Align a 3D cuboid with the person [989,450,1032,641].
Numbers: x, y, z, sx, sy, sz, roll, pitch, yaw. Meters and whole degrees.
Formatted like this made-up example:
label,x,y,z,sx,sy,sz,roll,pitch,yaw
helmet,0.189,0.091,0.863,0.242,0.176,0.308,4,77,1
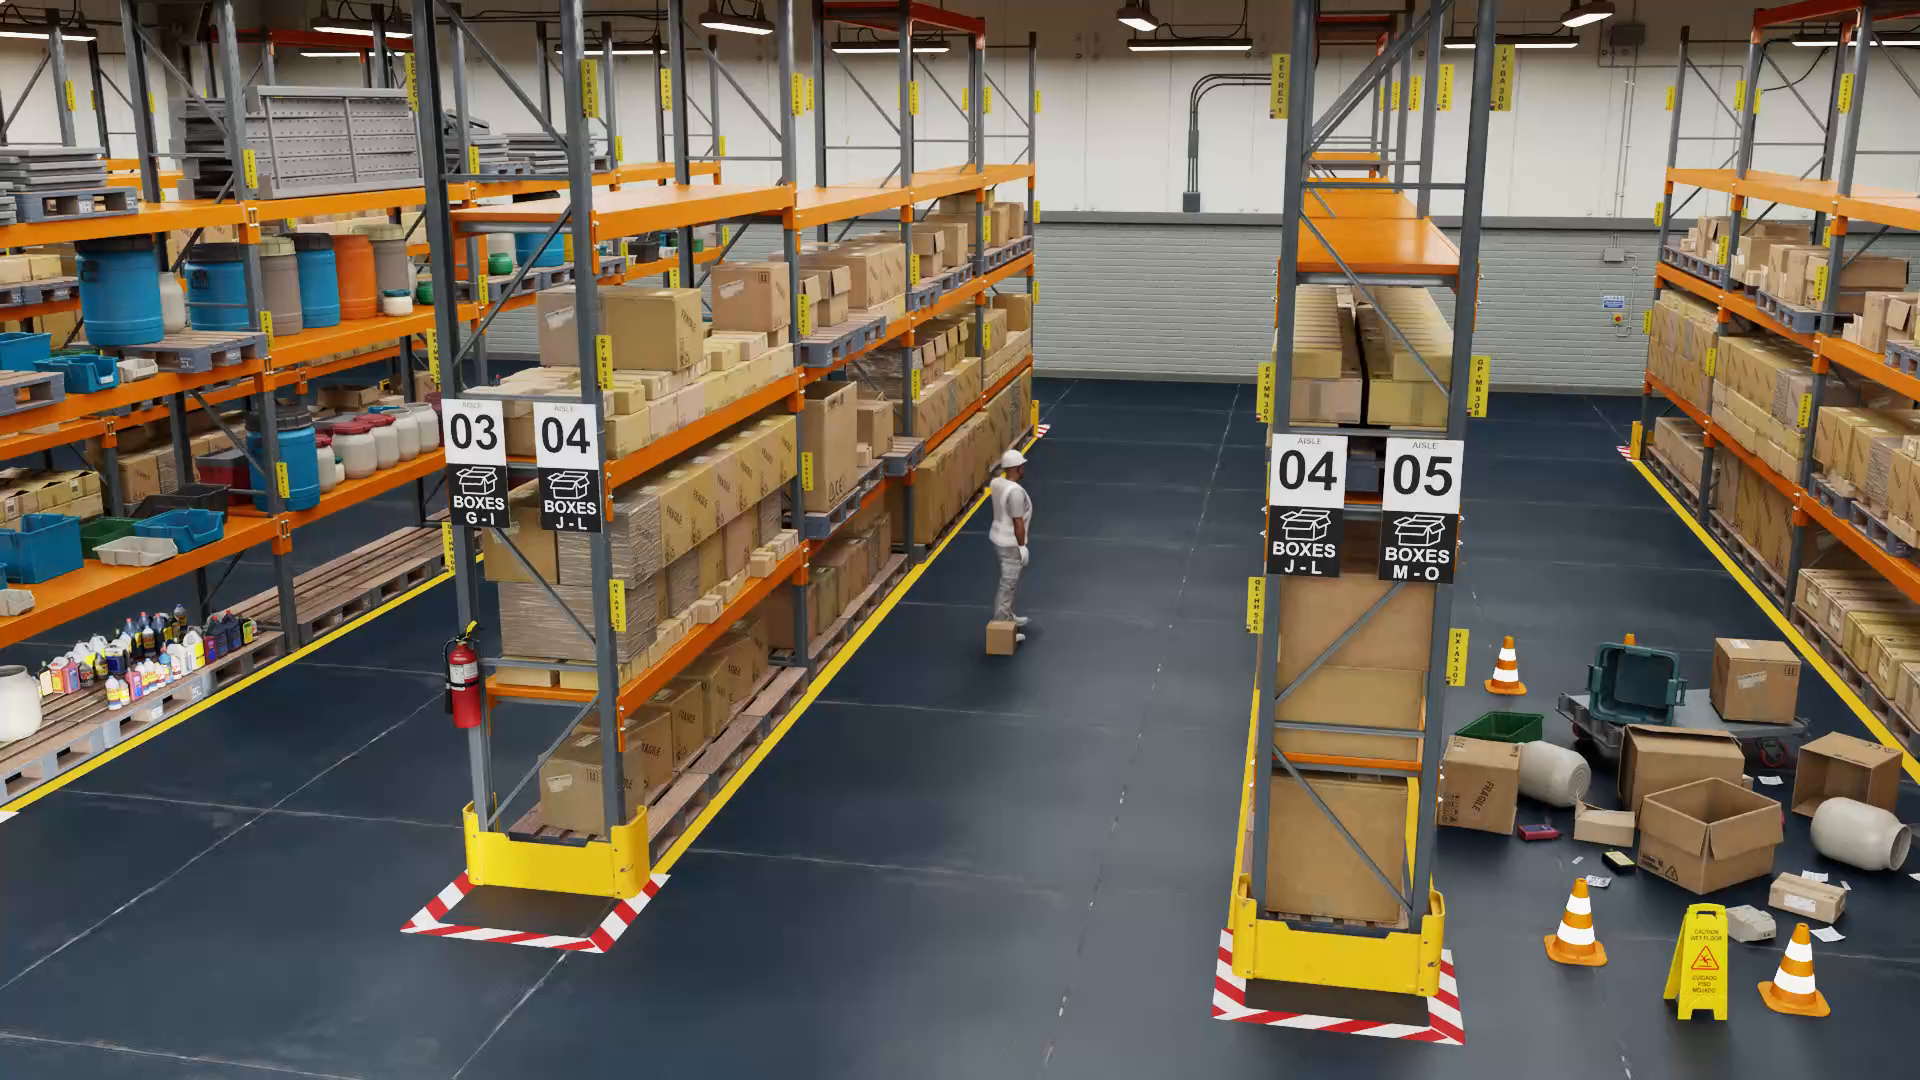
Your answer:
label,x,y,z,sx,sy,sz,roll,pitch,yaw
person,0.494,0.024,15.760,0.460,1.784,0.616,-4,15,-16
